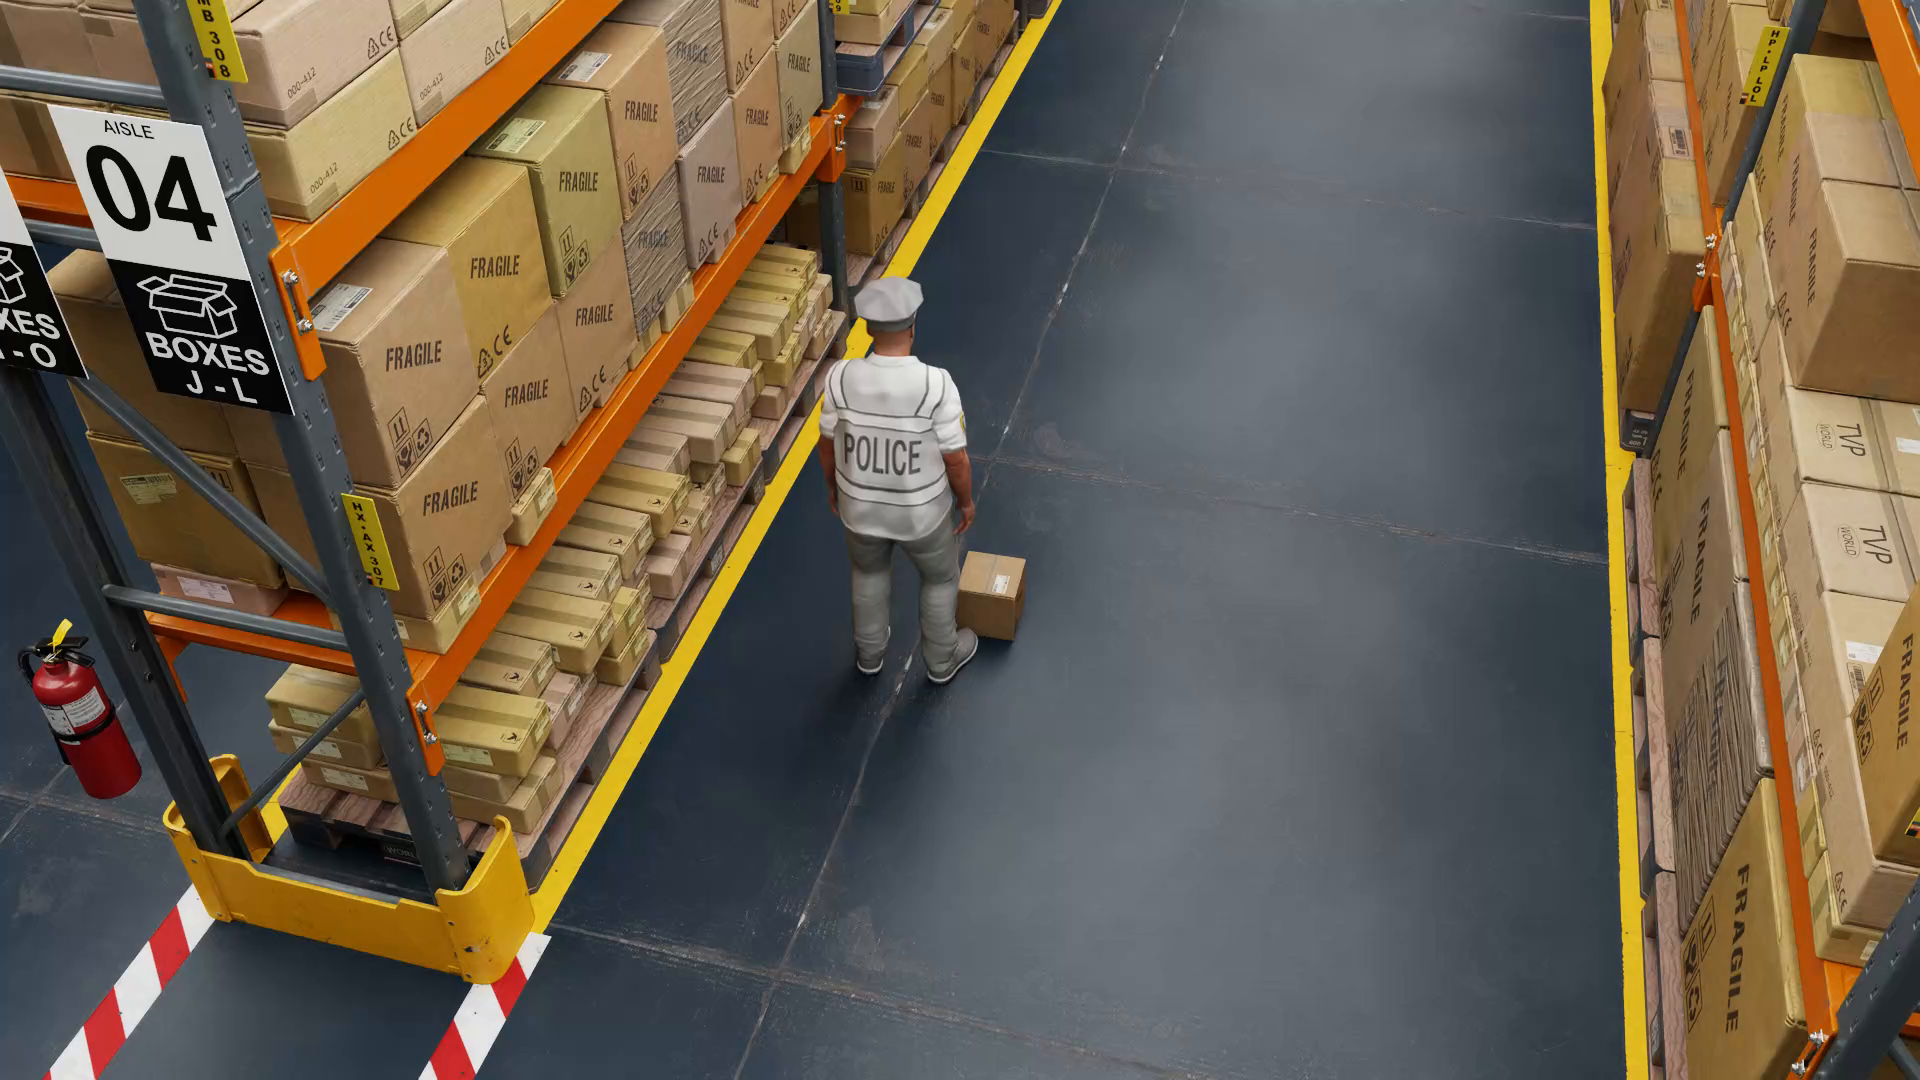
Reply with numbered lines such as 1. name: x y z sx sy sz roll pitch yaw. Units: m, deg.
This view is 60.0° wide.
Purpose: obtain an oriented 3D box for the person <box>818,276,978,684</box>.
1. person: -0.239 -0.154 6.330 0.584 1.747 0.439 8 41 9
